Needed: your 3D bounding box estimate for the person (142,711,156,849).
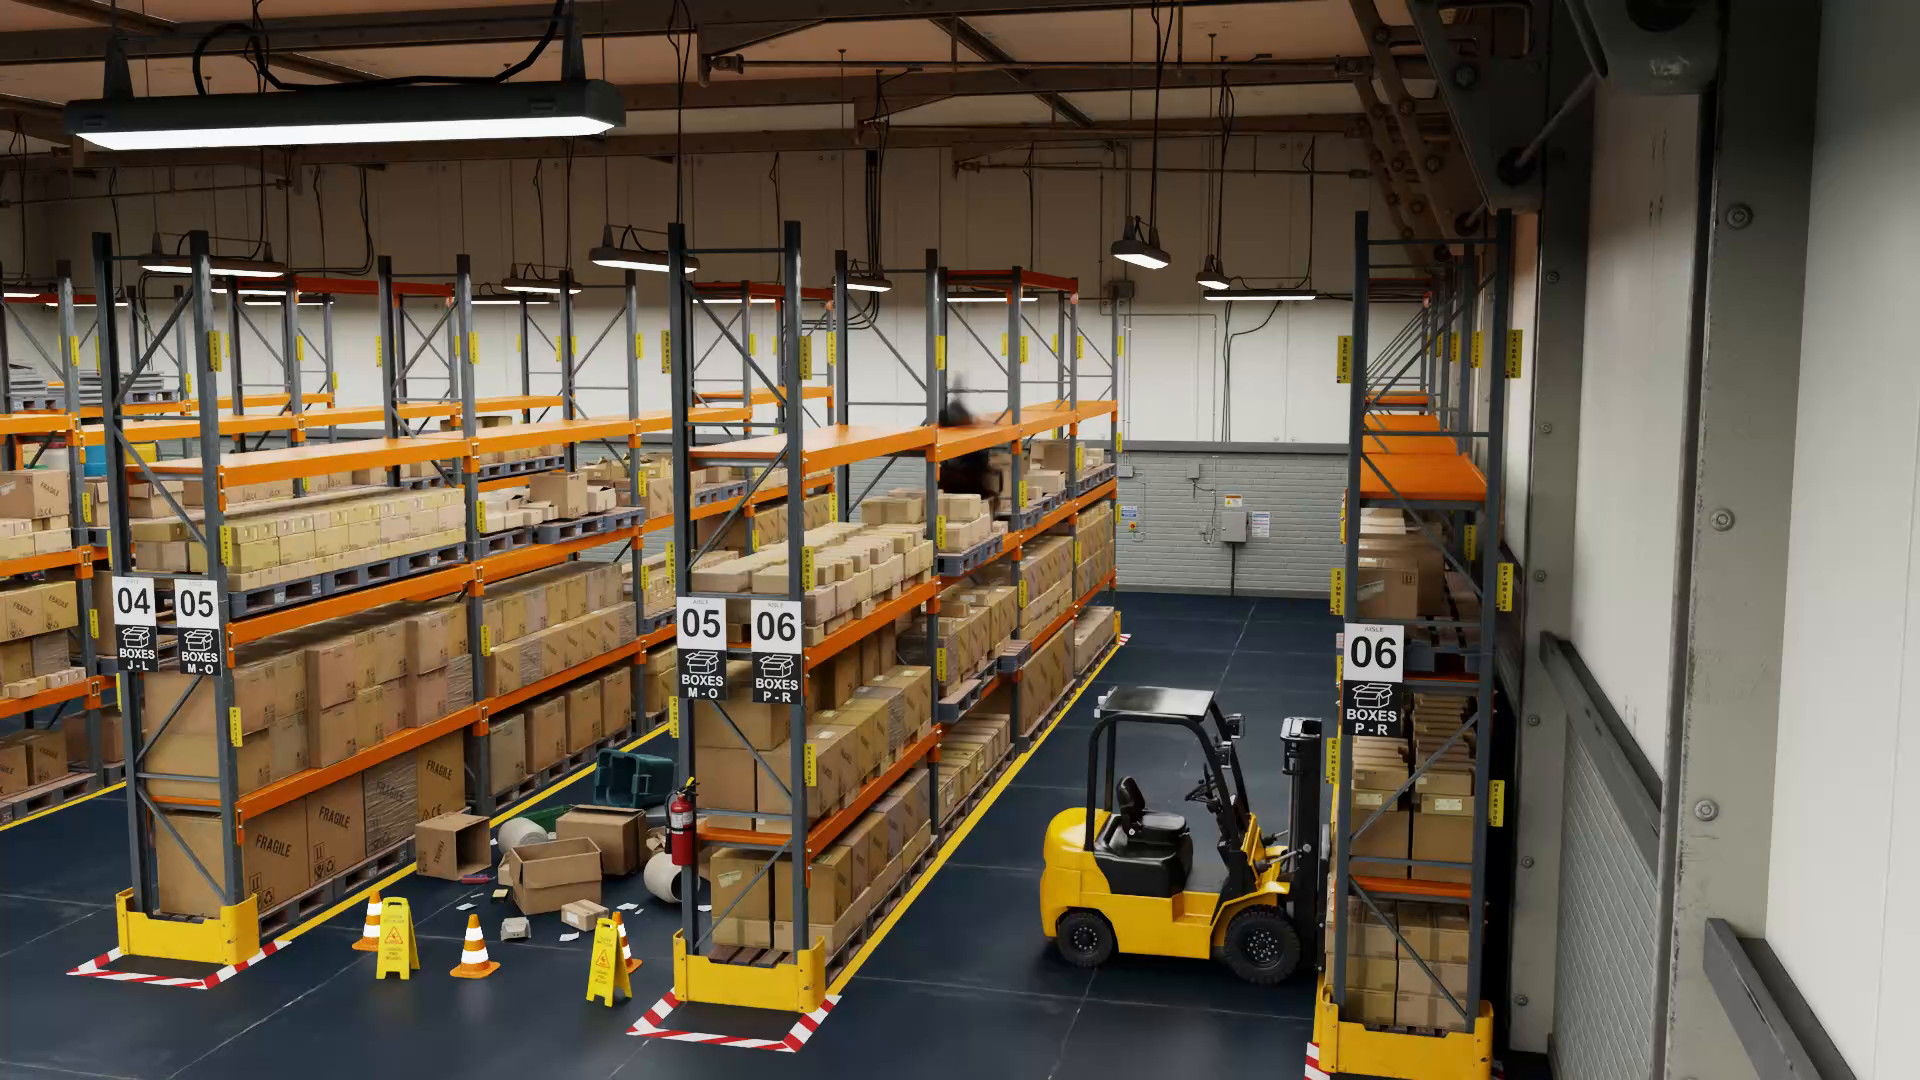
[{"bbox_3d":[-8.131,2.294,16.957,0.543,1.701,0.713,0,7,-1],"label":"person"}]
